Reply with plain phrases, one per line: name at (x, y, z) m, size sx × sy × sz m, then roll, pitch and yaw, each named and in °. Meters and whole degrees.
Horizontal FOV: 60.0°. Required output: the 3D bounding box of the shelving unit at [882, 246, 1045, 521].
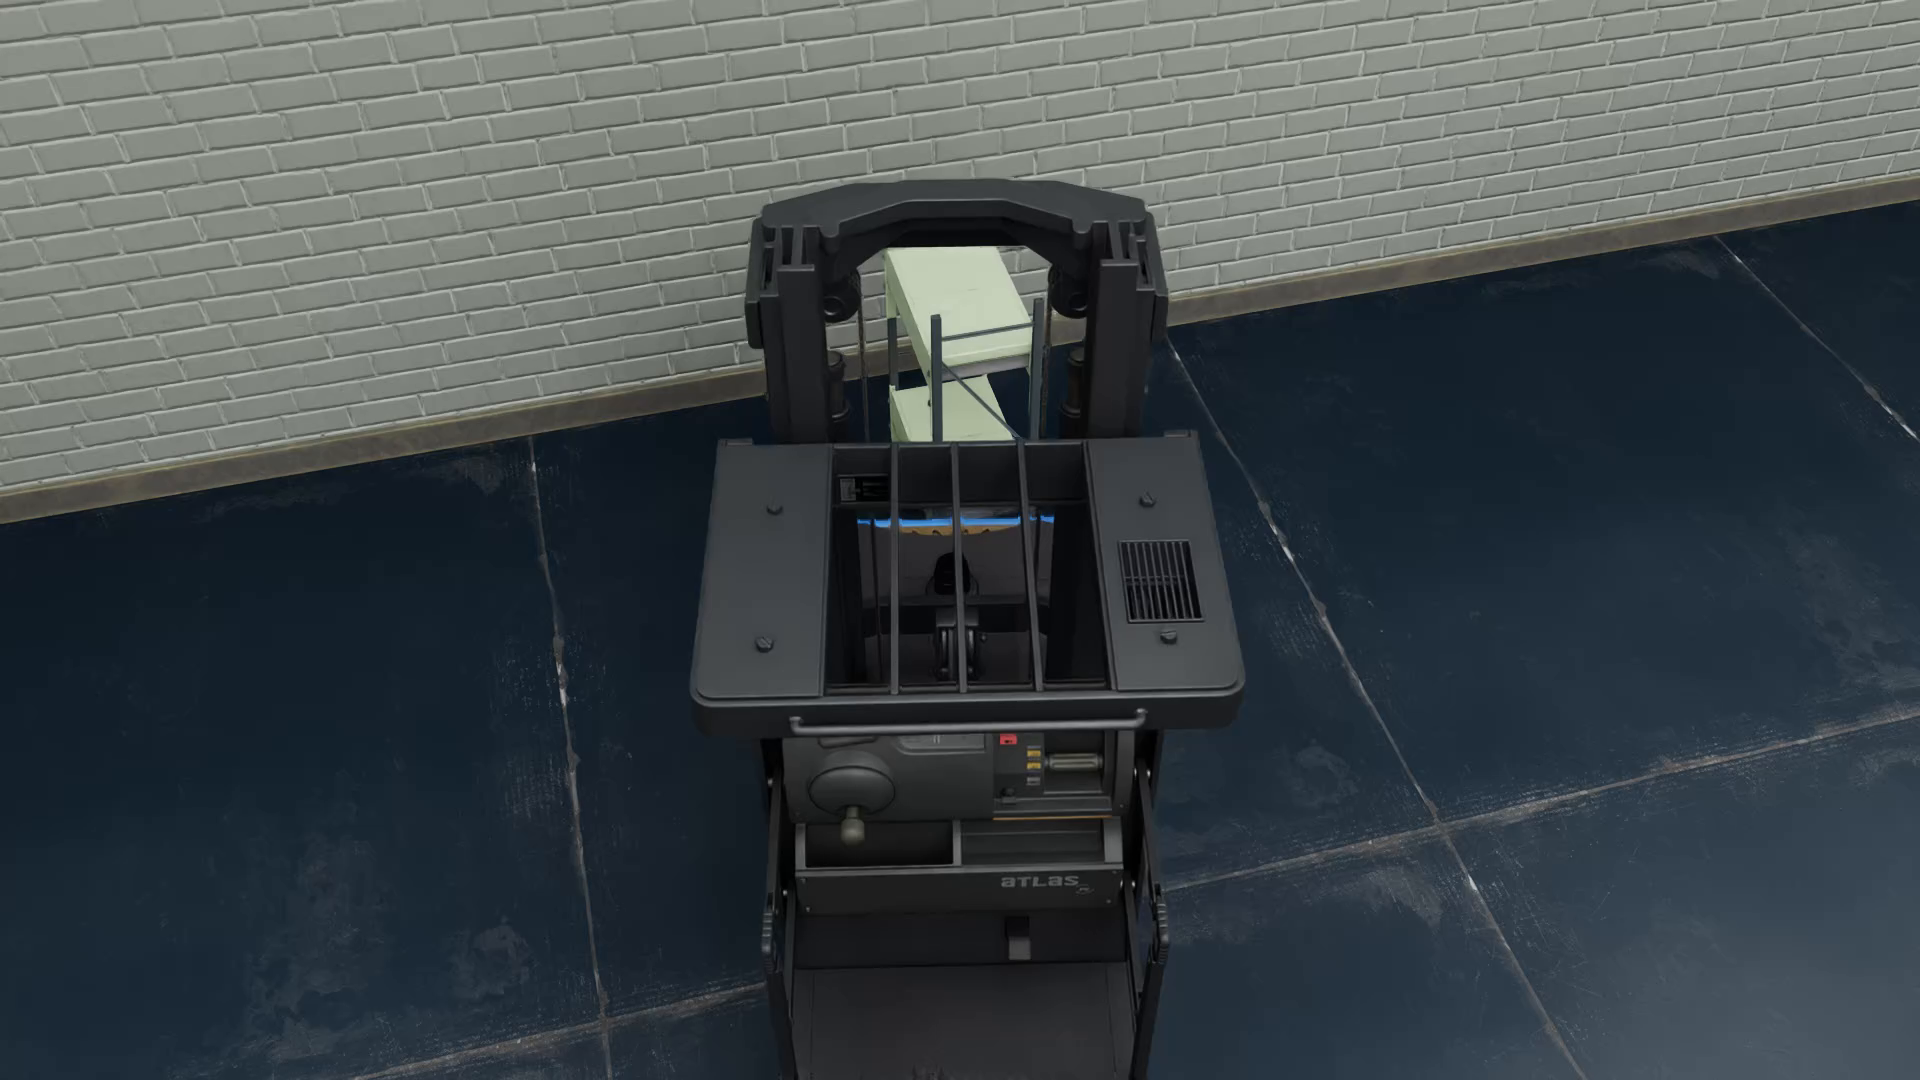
shelving unit at (0.002, -0.520, 6.461) m, size 0.431 × 1.500 × 0.755 m, roll -11°, pitch 47°, yaw -10°

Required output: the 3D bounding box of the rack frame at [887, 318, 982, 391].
rack frame at (-0.092, -0.773, 6.708) m, size 0.400 × 1.500 × 0.023 m, roll -11°, pitch 47°, yaw -10°

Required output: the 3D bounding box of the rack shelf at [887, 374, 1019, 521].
rack shelf at (0.002, -0.292, 6.693) m, size 0.431 × 0.370 × 0.720 m, roll -11°, pitch 47°, yaw -10°

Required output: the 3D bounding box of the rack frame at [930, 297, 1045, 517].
rack frame at (0.095, -0.268, 6.213) m, size 0.400 × 1.500 × 0.023 m, roll -11°, pitch 47°, yaw -10°

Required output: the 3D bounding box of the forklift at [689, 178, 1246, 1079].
forklift at (0.005, 0.698, 4.264) m, size 1.130 × 2.935 × 3.031 m, roll -1°, pitch 46°, yaw -1°

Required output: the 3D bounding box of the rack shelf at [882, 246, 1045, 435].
rack shelf at (0.002, -0.793, 6.182) m, size 0.431 × 0.370 × 0.720 m, roll -11°, pitch 47°, yaw -10°
